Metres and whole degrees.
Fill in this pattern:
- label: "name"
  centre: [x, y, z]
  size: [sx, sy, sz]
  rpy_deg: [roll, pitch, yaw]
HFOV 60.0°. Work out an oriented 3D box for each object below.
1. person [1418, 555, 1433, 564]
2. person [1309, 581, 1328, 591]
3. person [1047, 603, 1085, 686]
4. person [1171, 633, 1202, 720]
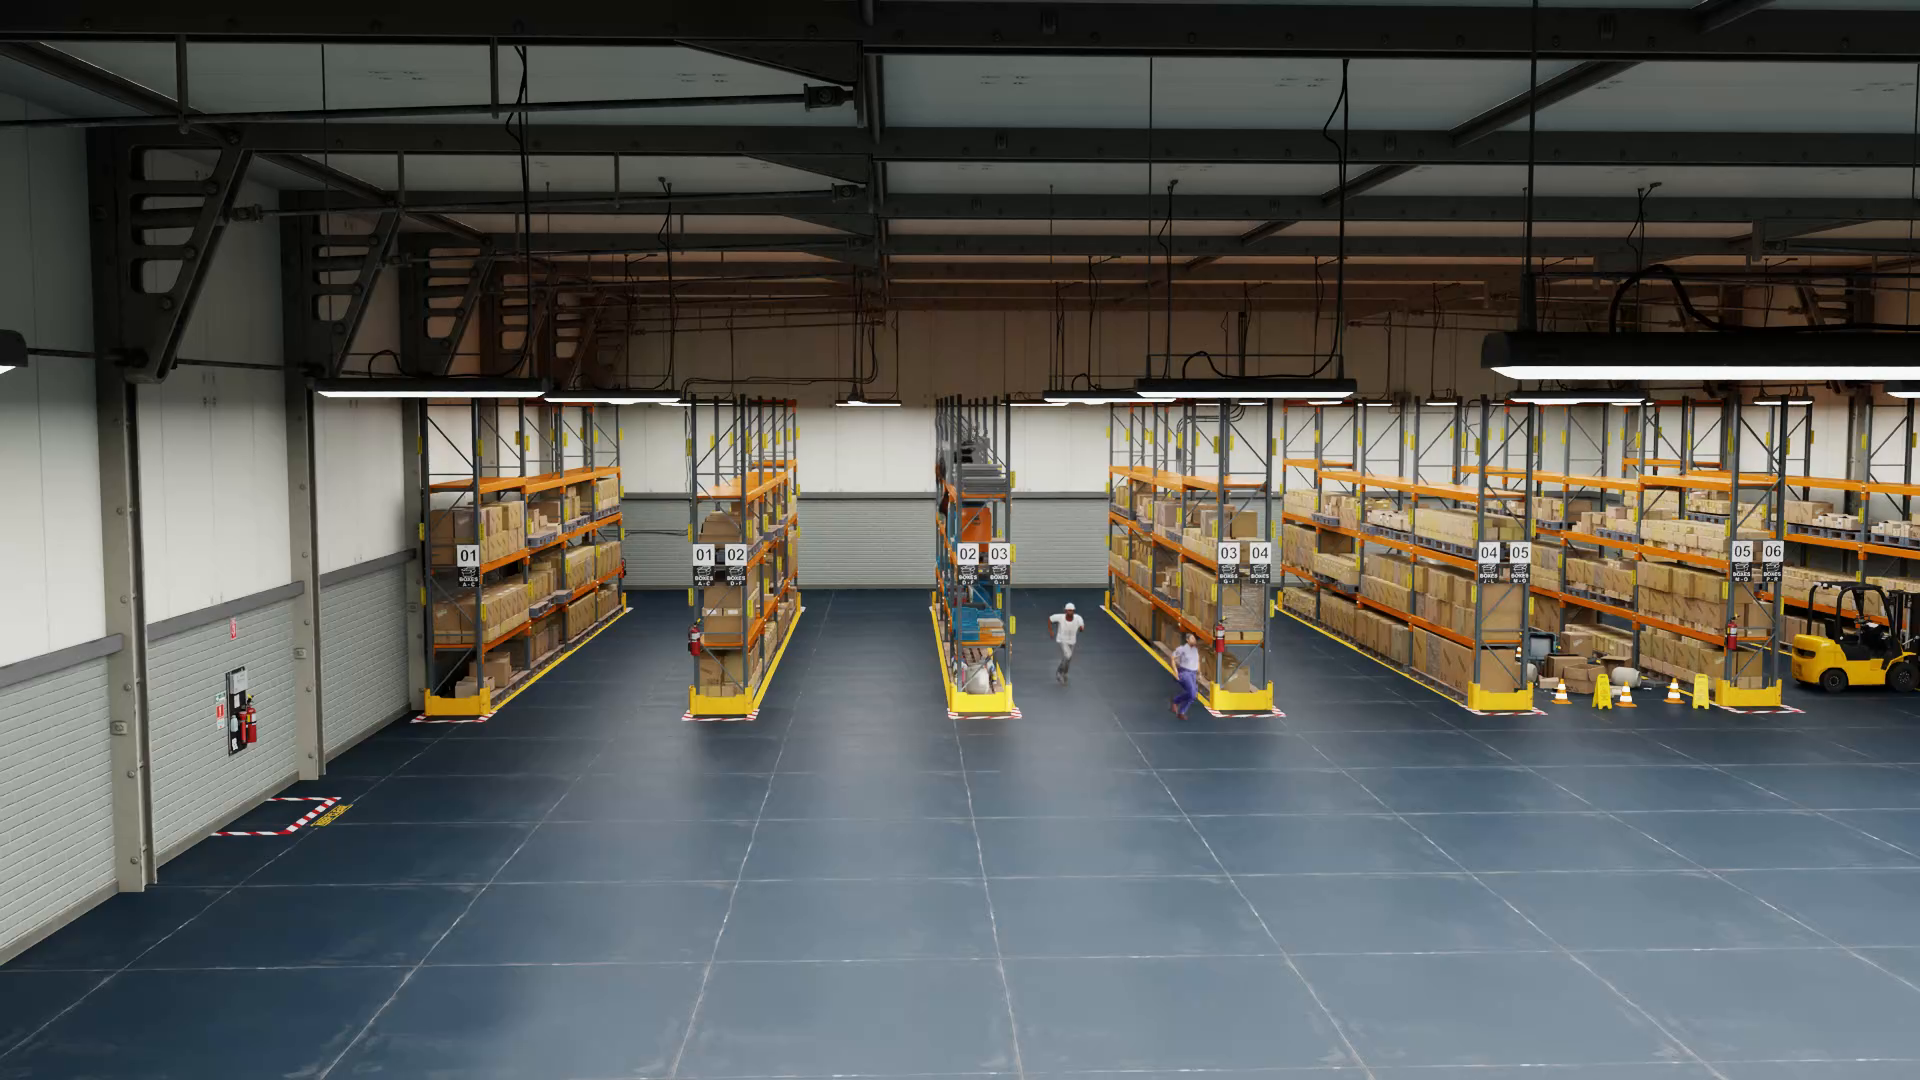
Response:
- label: "person"
  centre: [13.715, 0.991, 49.323]
  size: [0.947, 1.692, 0.656]
  rpy_deg: [0, 5, 3]
- label: "person"
  centre: [10.515, 1.013, 48.817]
  size: [0.615, 1.815, 0.723]
  rpy_deg: [4, 6, 44]
- label: "person"
  centre: [2.200, 2.148, 34.478]
  size: [0.684, 1.727, 0.923]
  rpy_deg: [-2, 5, -23]
- label: "person"
  centre: [4.257, 2.524, 30.775]
  size: [0.646, 1.563, 0.512]
  rpy_deg: [-4, 6, -39]
